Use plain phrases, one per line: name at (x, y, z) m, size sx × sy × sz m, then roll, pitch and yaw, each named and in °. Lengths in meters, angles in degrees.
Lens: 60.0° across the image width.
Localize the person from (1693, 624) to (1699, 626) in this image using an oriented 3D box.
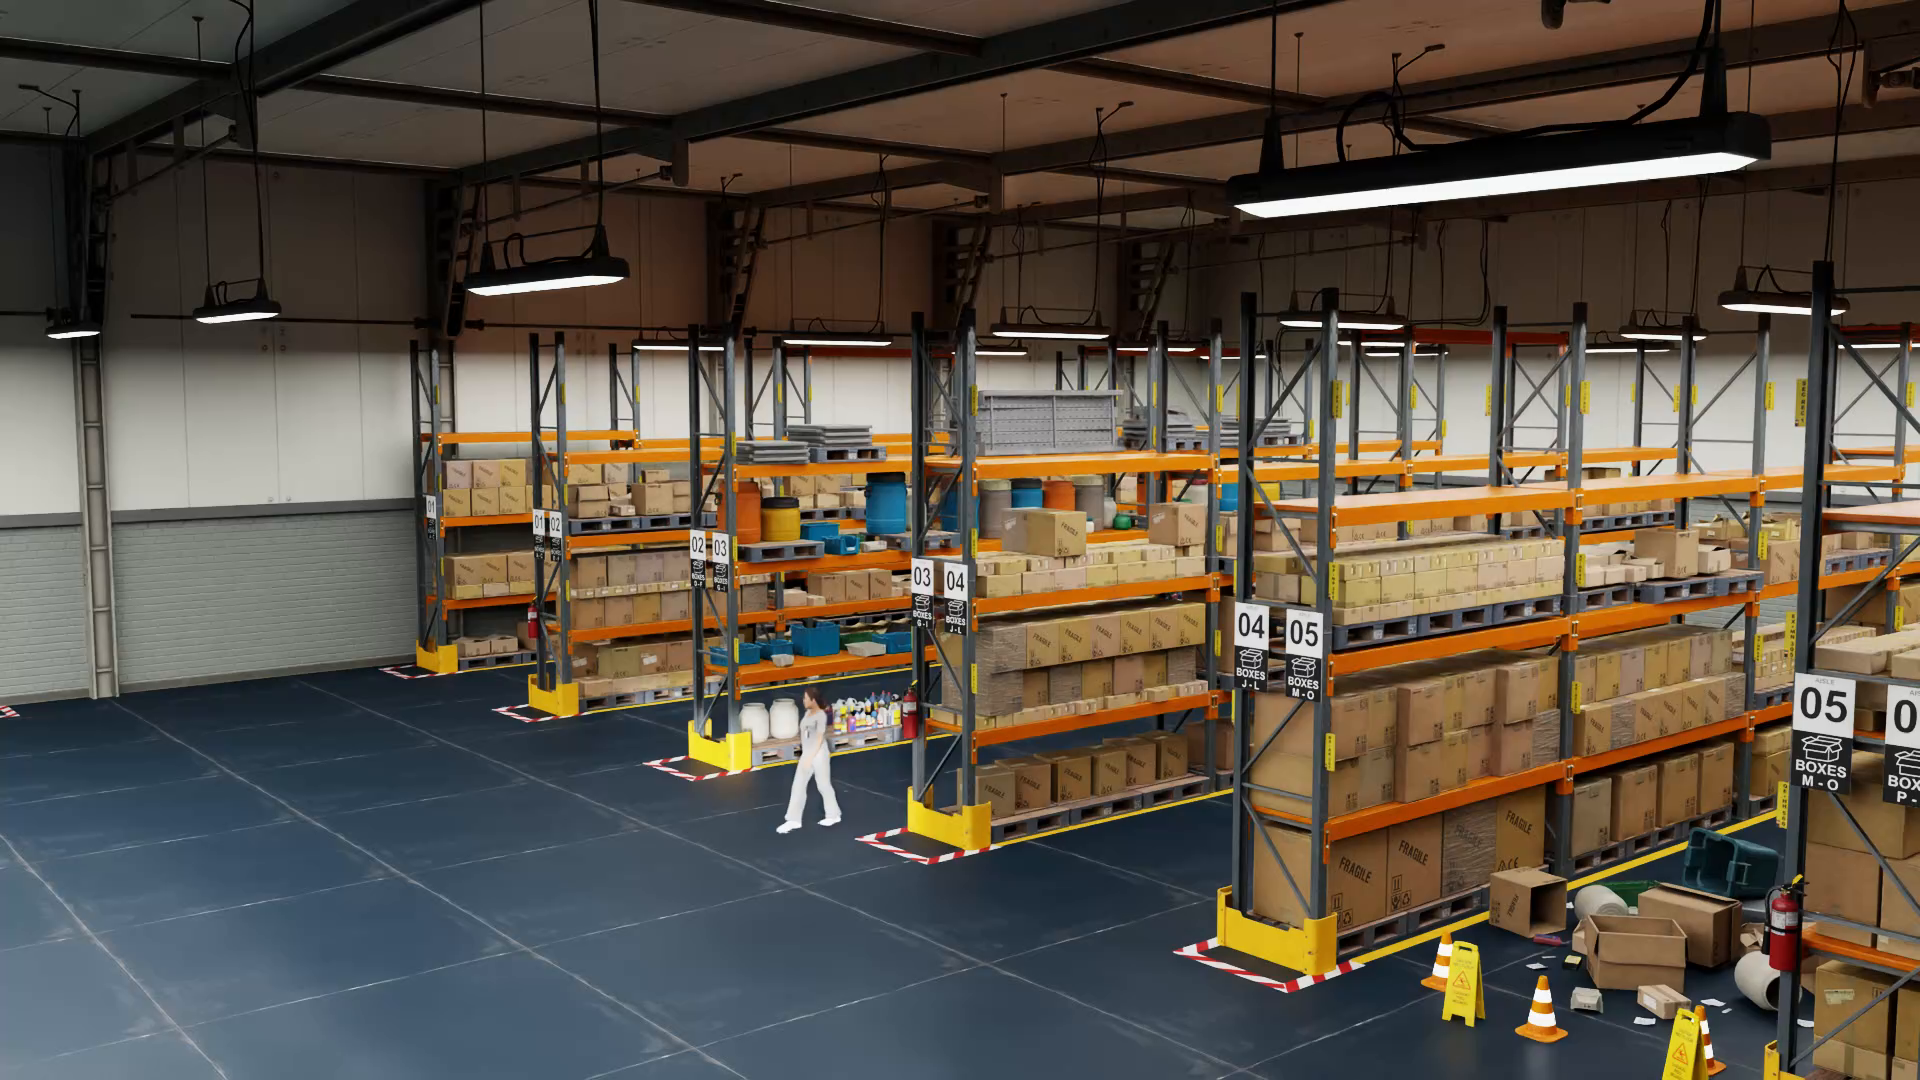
person at (10.869, 2.065, 24.654) m, size 0.529 × 1.647 × 0.425 m, roll 1°, pitch 5°, yaw 14°

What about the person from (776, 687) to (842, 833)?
person at (-1.748, 2.541, 19.340) m, size 0.836 × 1.652 × 0.470 m, roll -4°, pitch 7°, yaw -38°

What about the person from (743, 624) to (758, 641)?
person at (-4.259, 1.351, 31.660) m, size 0.617 × 1.704 × 1.058 m, roll 5°, pitch 7°, yaw 41°
